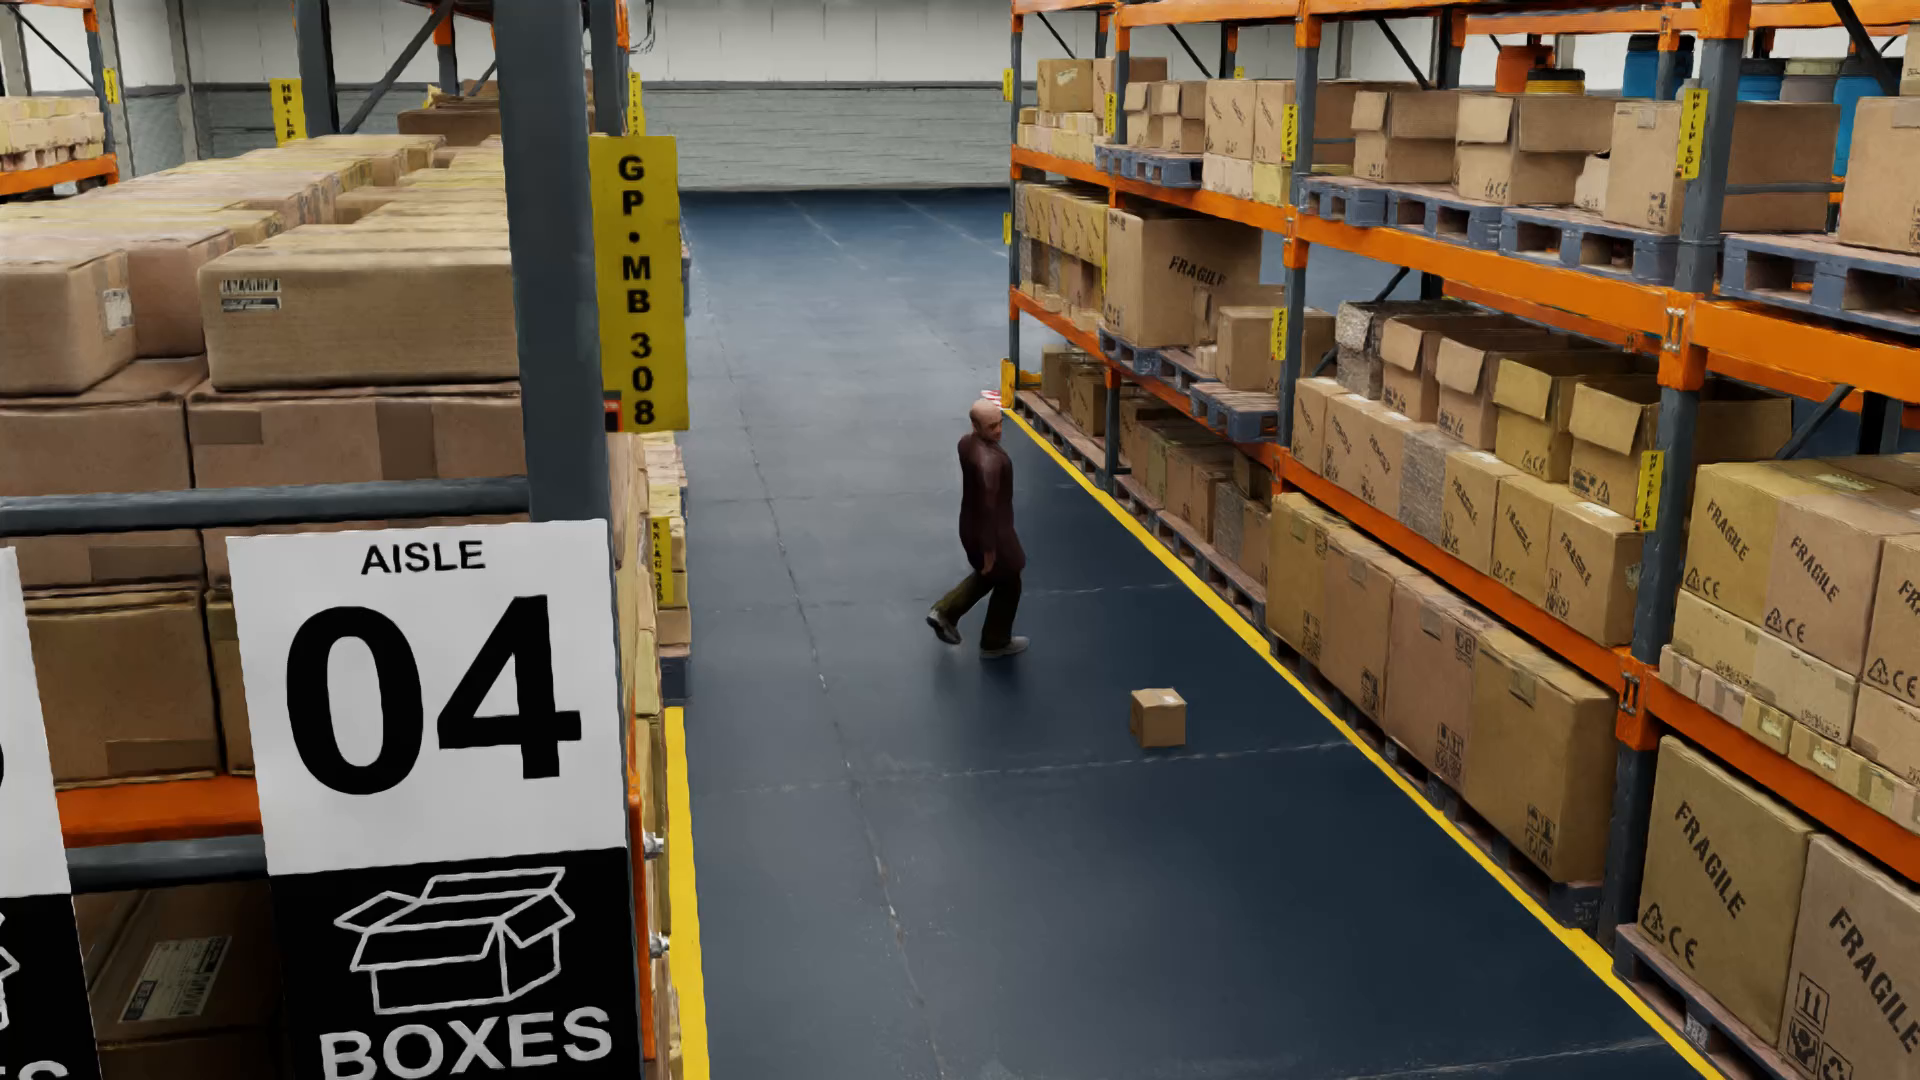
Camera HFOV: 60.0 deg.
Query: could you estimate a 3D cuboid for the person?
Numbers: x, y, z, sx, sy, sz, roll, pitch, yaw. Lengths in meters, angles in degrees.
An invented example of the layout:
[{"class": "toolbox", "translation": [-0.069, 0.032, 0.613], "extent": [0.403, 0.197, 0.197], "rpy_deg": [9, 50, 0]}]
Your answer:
[{"class": "person", "translation": [0.178, -0.043, 10.291], "extent": [0.713, 1.734, 0.632], "rpy_deg": [-6, 17, -20]}]
